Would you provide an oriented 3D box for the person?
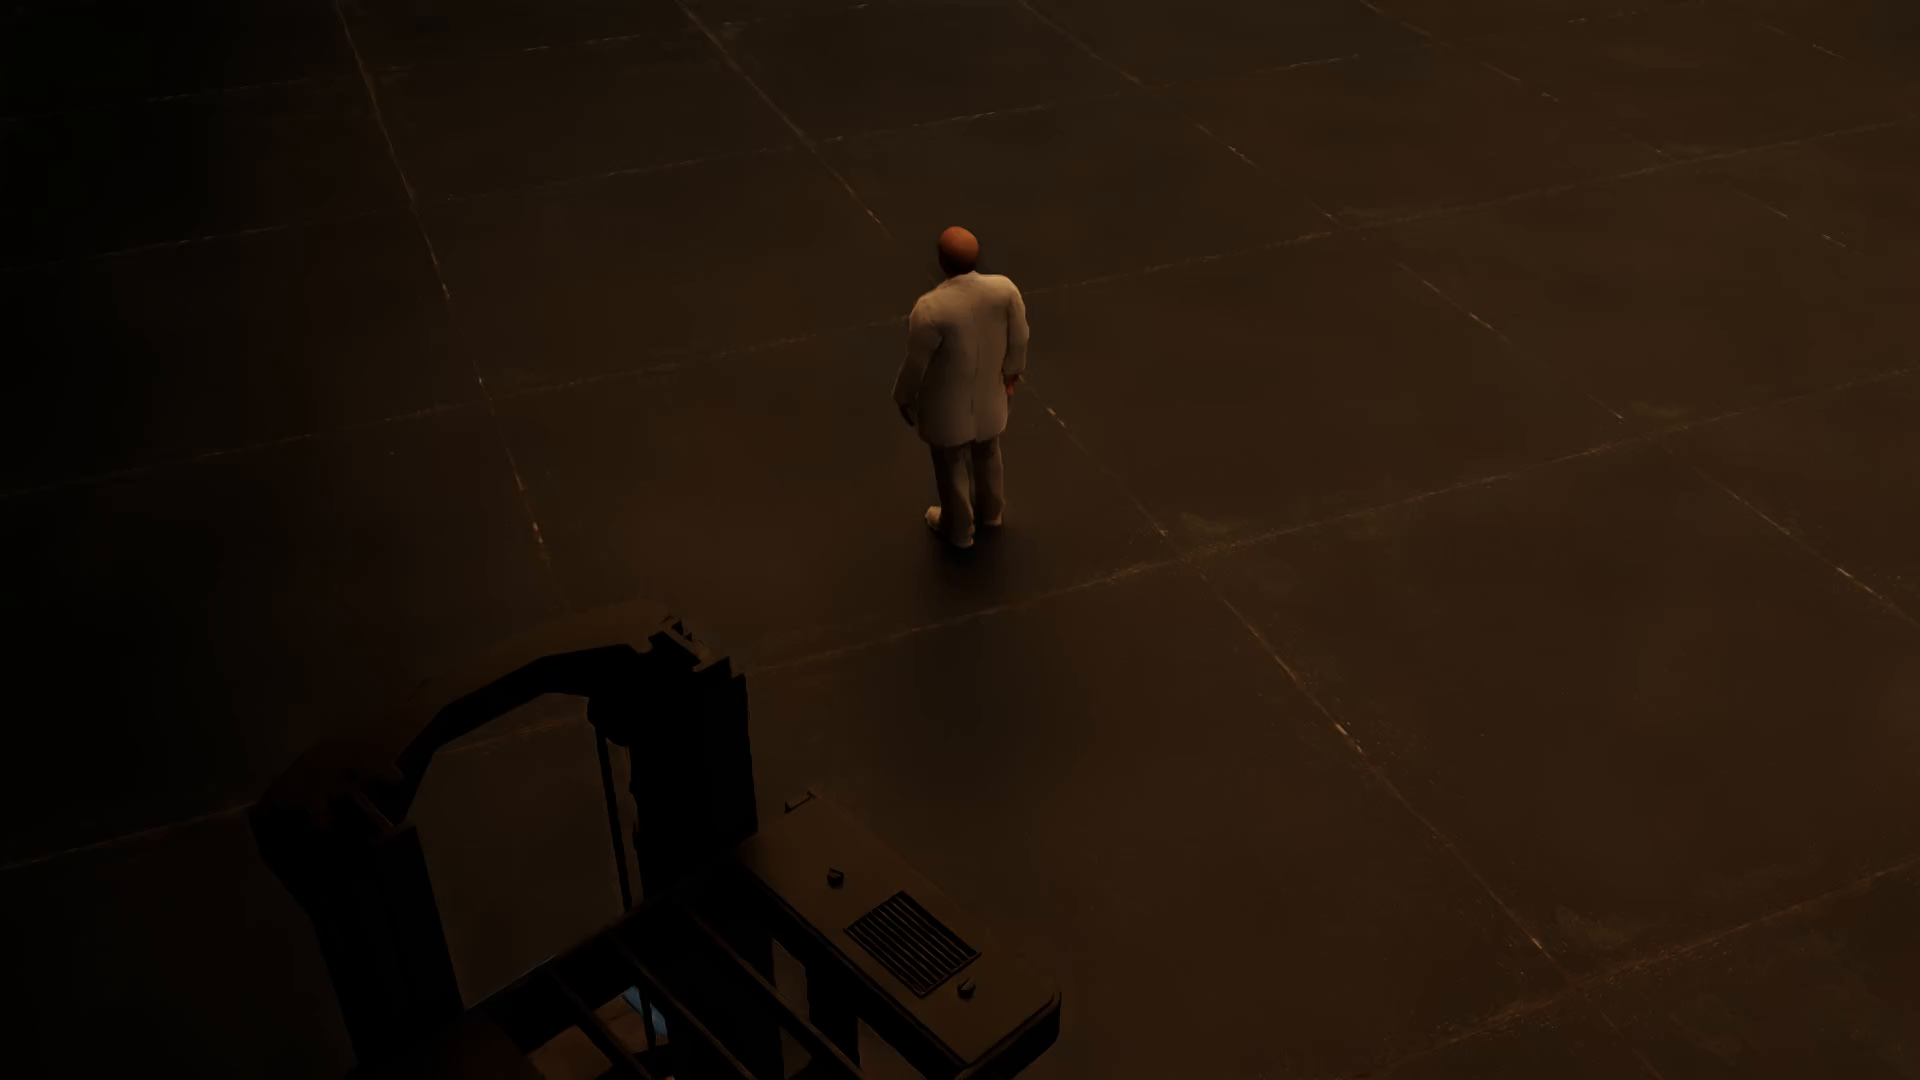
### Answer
[{"bbox_3d":[-0.031,-0.780,8.178,0.694,1.776,0.579,-14,38,-19],"label":"person"}]

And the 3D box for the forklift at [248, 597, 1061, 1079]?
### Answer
[{"bbox_3d":[-0.499,1.710,3.693,1.130,2.935,3.031,-28,44,-34],"label":"forklift"}]
